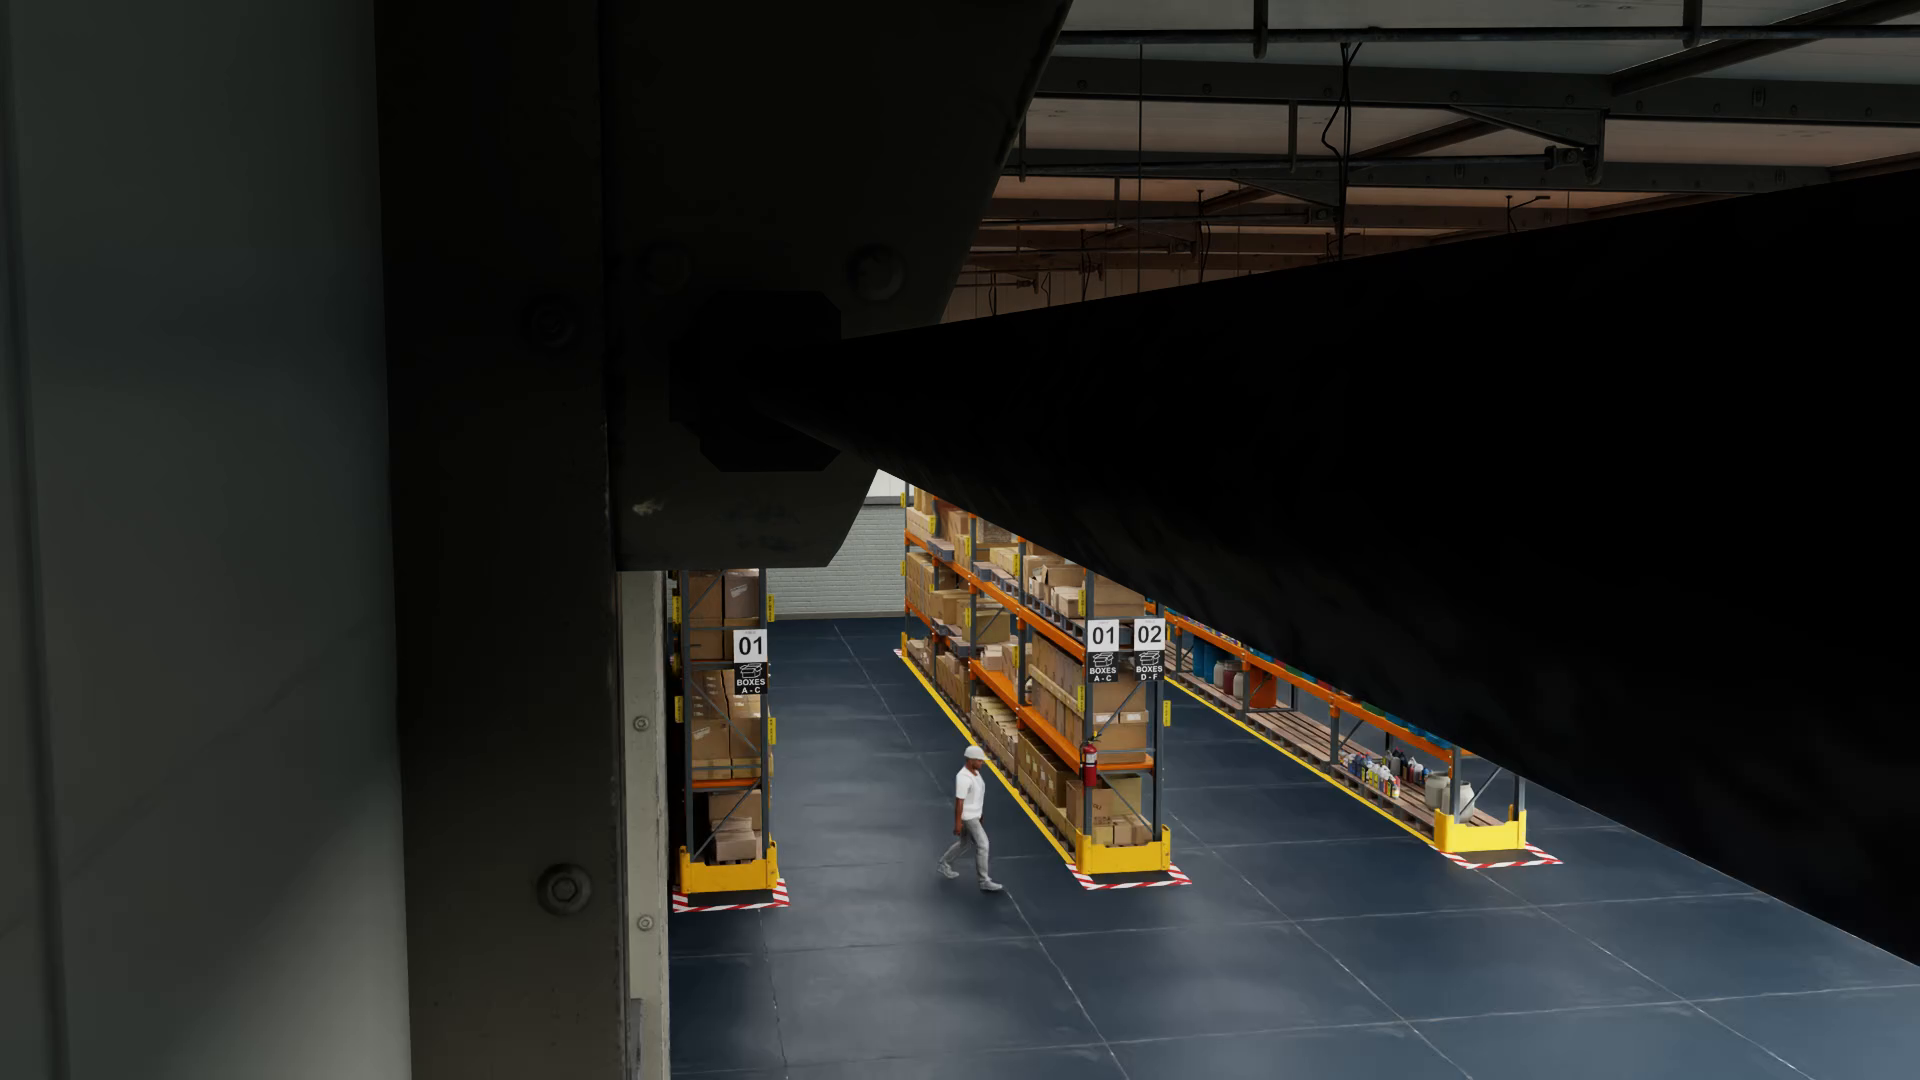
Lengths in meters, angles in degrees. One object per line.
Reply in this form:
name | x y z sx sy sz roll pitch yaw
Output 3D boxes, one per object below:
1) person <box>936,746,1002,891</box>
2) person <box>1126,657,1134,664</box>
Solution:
person | 0.112 3.366 20.331 0.898 1.740 0.574 1 6 10
person | 3.481 1.965 34.126 0.524 1.622 1.060 2 6 21
